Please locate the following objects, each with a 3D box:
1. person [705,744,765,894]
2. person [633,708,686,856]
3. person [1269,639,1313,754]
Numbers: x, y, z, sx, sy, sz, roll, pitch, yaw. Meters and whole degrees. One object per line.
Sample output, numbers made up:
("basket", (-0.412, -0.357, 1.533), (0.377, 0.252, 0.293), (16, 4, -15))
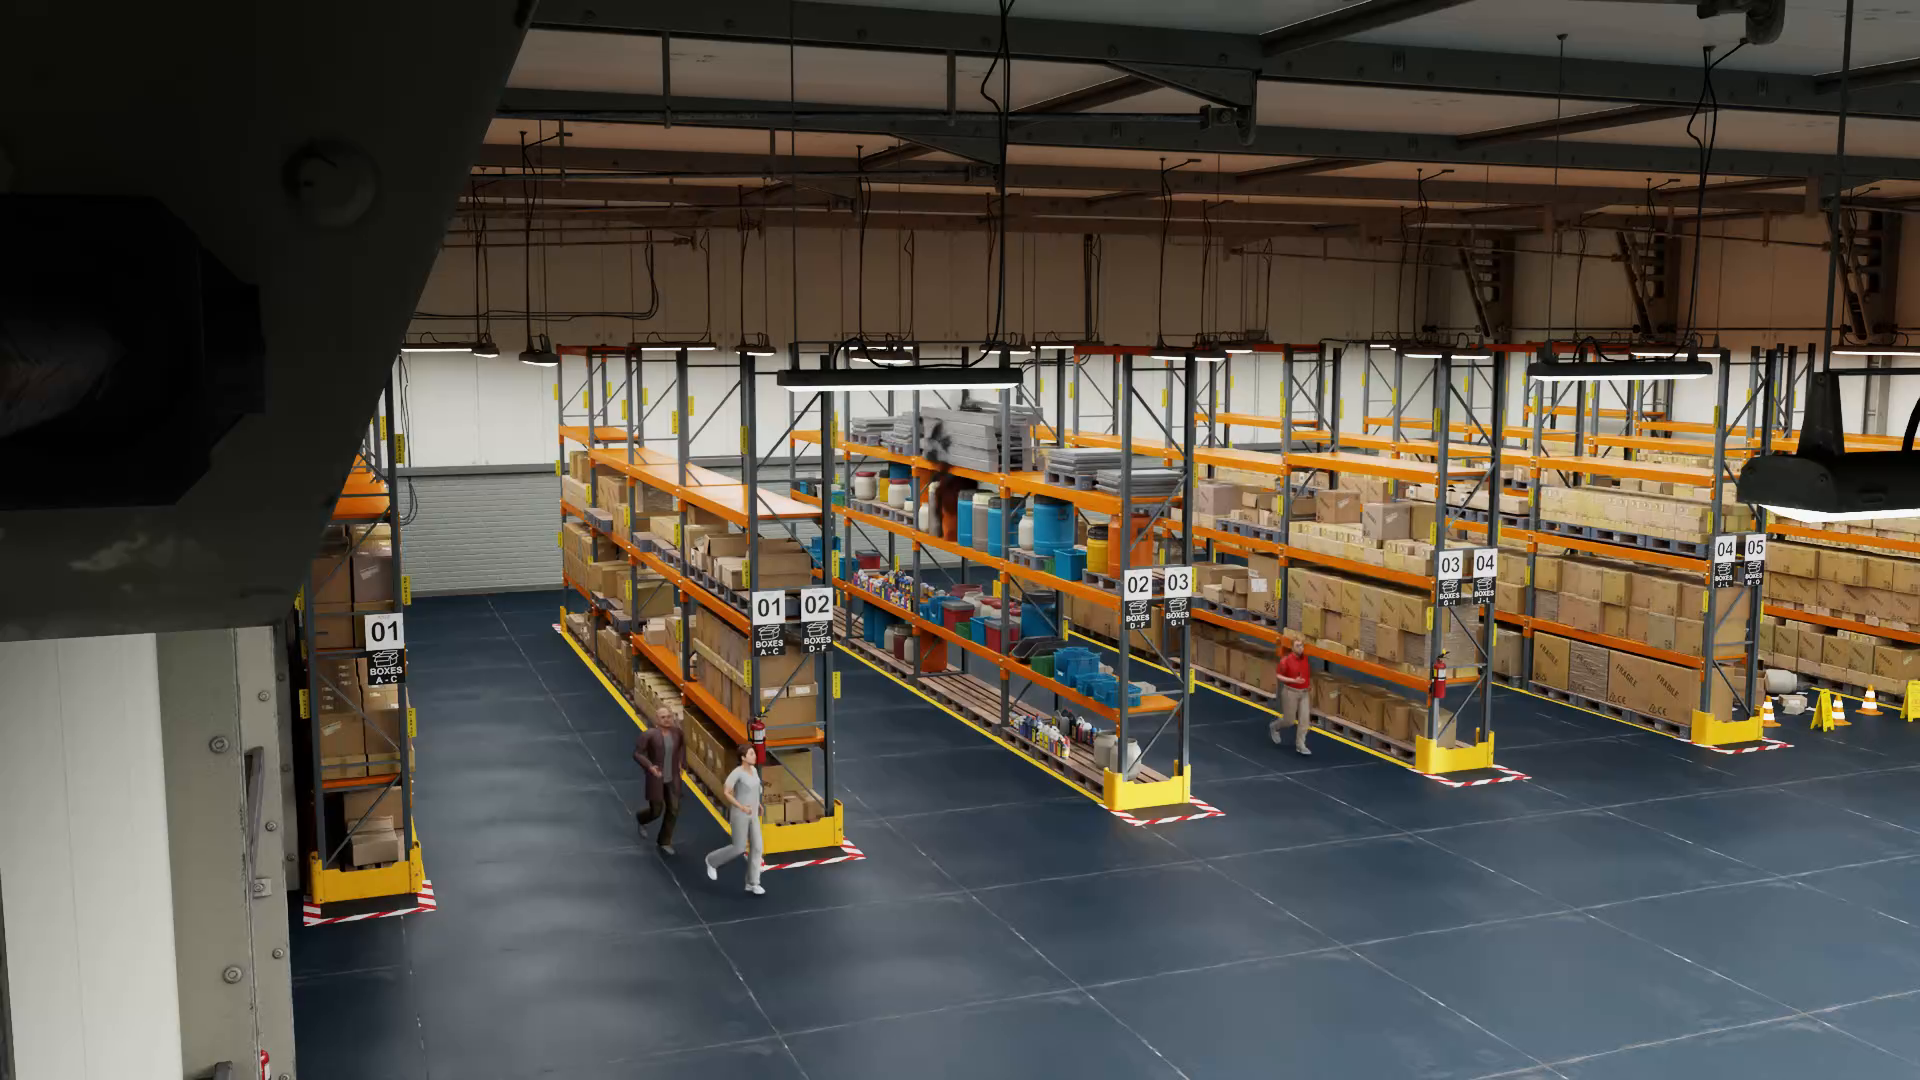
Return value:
("person", (-2.437, 3.126, 18.916), (0.862, 1.619, 0.623), (5, 9, 32))
("person", (-3.639, 2.902, 20.304), (0.728, 1.753, 0.815), (-5, 9, -33))
("person", (5.008, 2.315, 24.930), (0.667, 1.697, 0.852), (-3, 8, -25))
